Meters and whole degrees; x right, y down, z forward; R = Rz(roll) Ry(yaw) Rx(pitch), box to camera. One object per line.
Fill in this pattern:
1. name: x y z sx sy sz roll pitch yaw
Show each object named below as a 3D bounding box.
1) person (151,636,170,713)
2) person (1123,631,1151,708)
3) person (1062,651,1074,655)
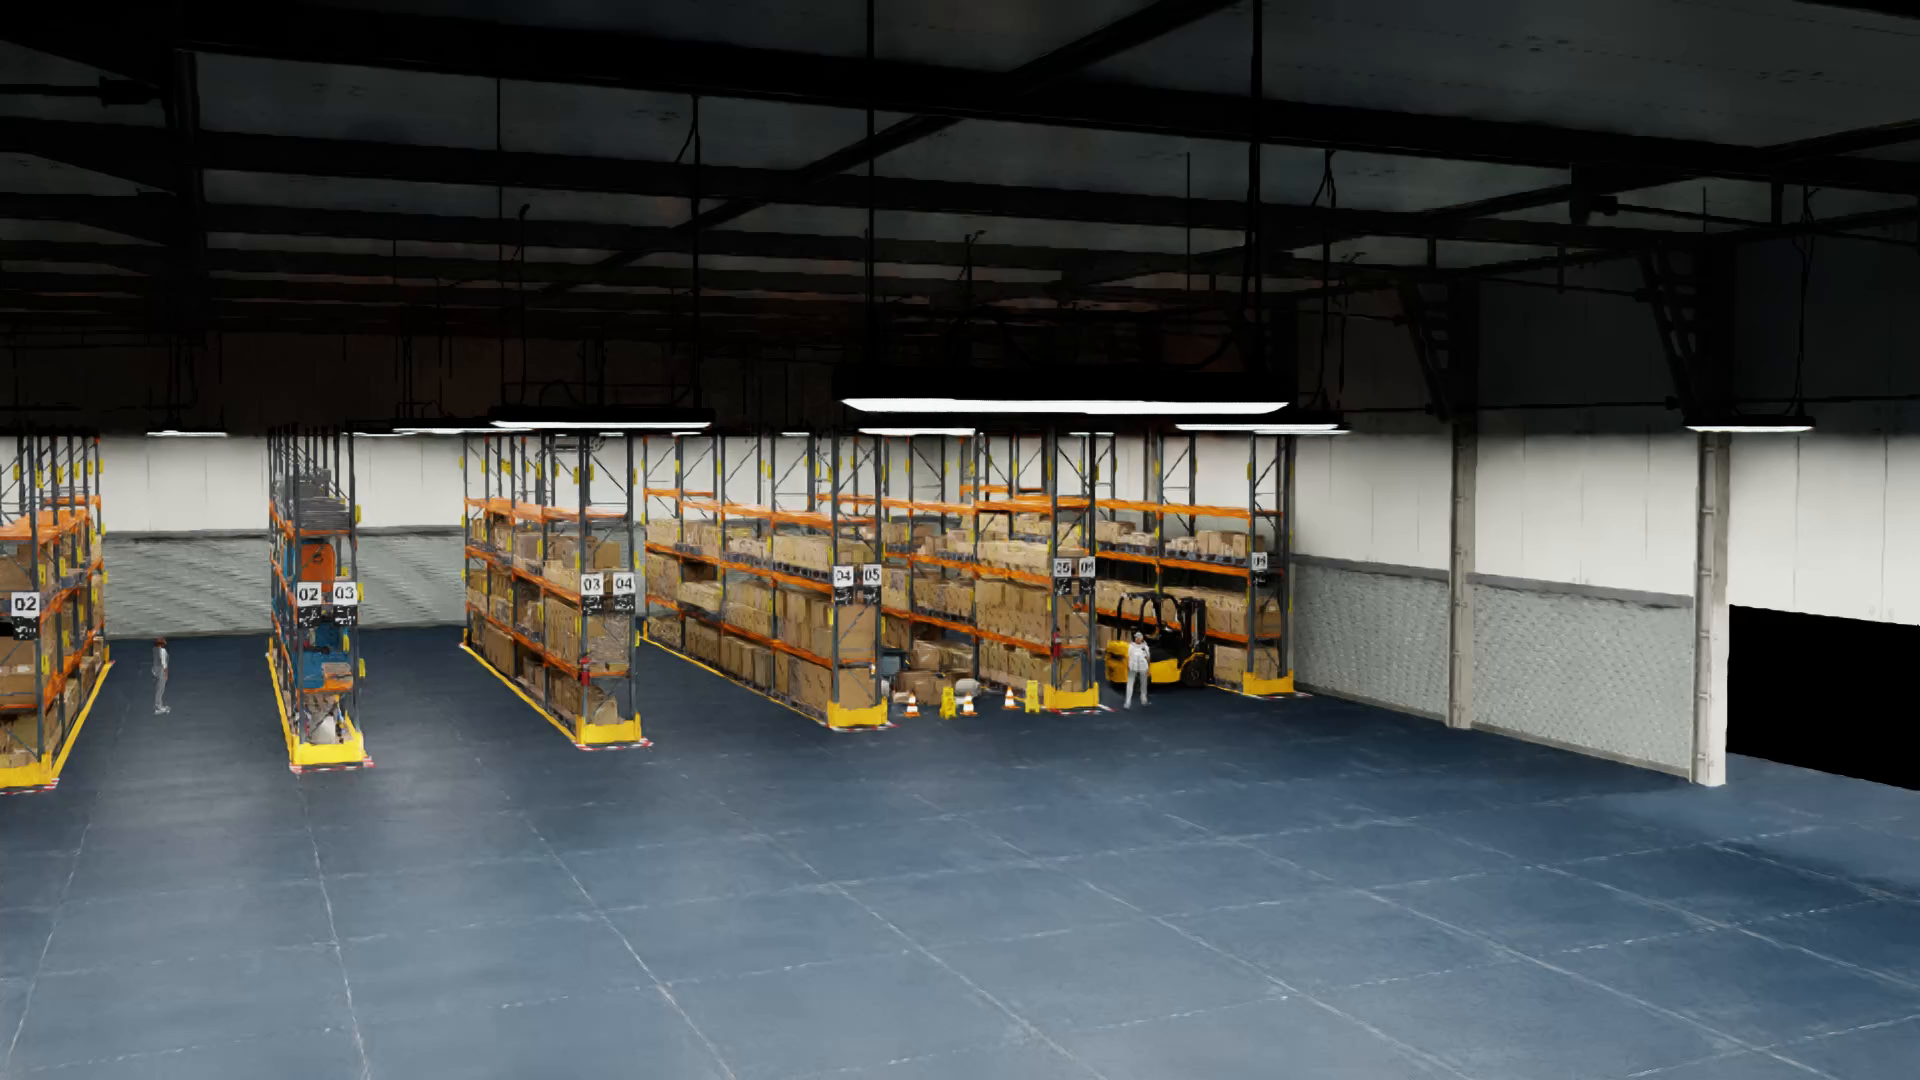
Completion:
1. person: -16.638 2.790 34.677 0.506 1.602 0.416 3 5 40
2. person: 3.765 2.739 35.315 0.625 1.614 0.873 0 3 4
3. person: 2.495 2.421 39.228 0.555 1.781 0.631 0 4 7
